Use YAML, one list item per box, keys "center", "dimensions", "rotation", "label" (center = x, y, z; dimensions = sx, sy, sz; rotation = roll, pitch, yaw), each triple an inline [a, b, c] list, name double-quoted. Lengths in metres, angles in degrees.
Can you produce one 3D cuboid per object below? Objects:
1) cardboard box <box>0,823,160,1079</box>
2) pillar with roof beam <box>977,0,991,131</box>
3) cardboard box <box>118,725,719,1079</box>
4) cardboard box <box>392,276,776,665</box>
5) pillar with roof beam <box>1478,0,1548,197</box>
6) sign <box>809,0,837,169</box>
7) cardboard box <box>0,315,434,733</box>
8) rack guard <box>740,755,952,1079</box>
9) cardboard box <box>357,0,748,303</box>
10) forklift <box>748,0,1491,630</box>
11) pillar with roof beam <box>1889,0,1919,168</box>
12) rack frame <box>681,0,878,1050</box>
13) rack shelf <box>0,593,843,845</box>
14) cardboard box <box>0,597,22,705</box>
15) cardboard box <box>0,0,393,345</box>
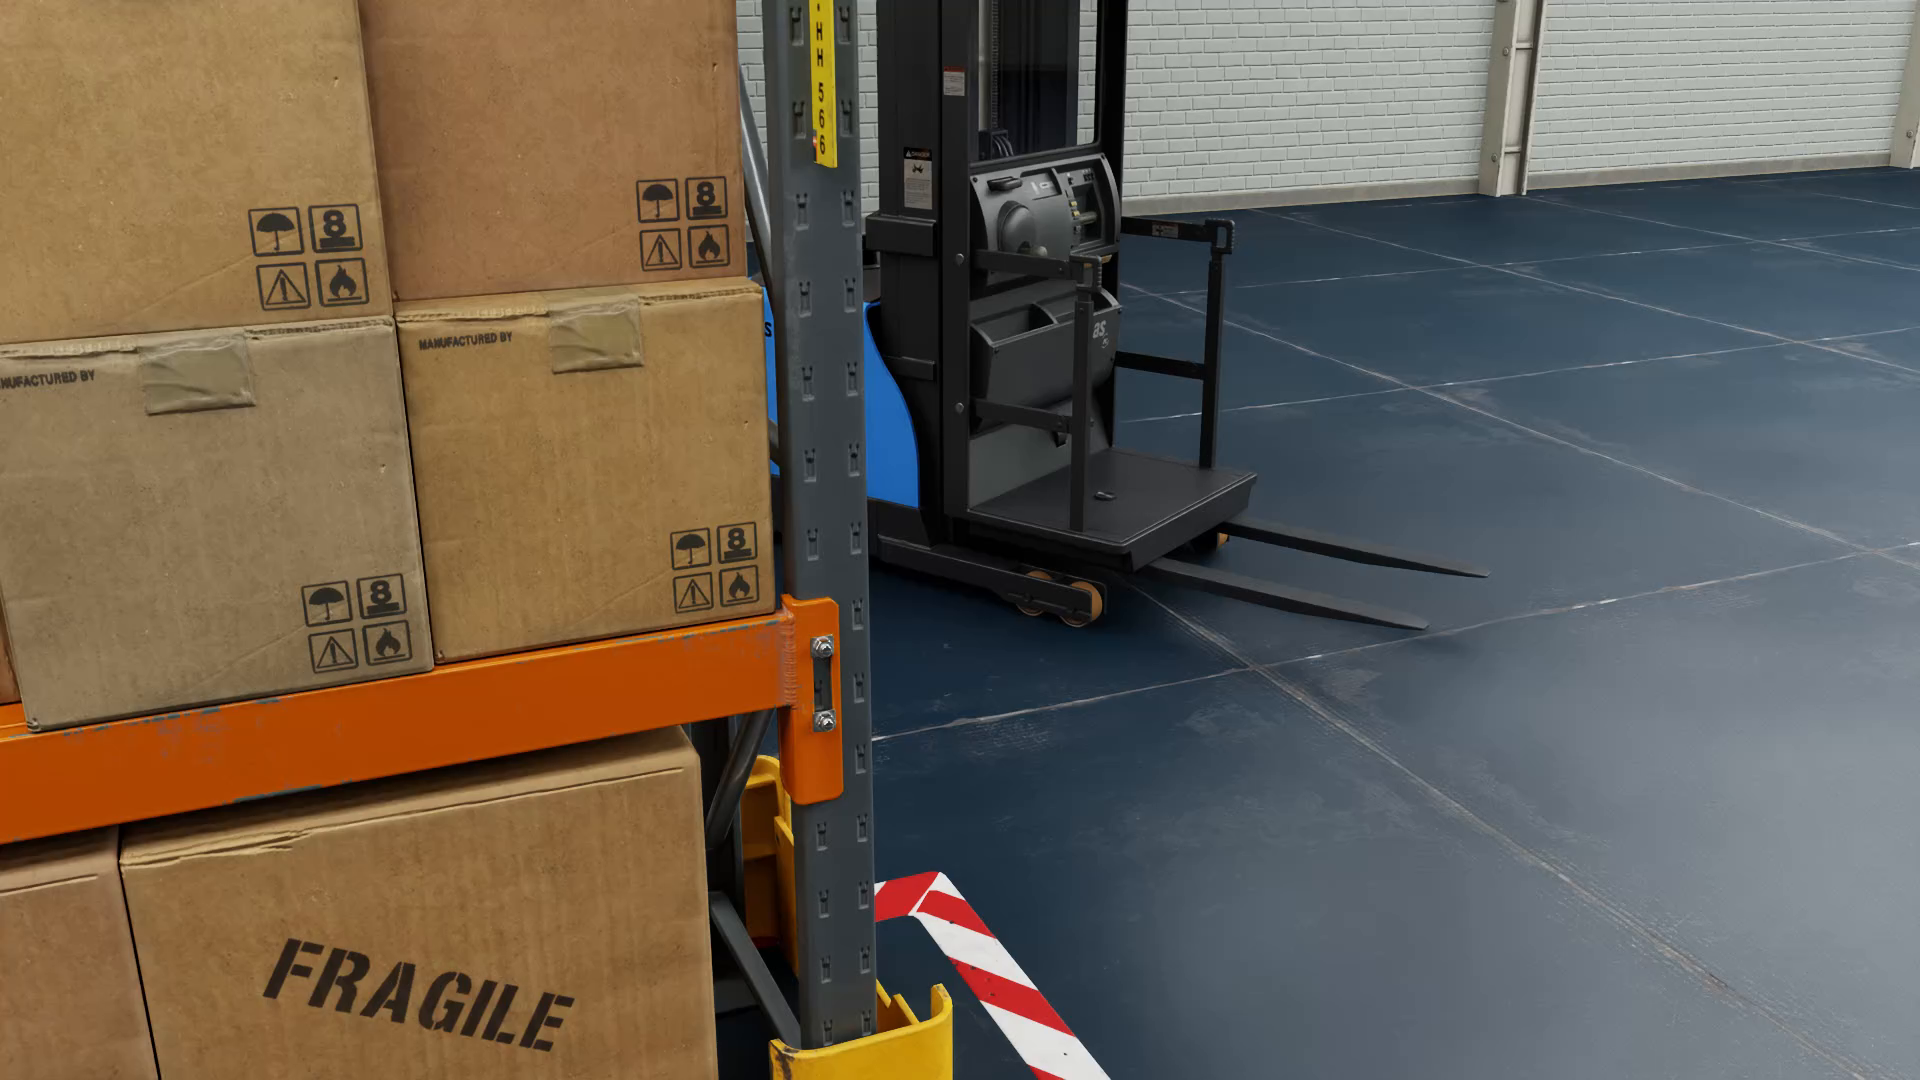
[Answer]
- center: [-1.809, 0.805, 2.785]
  dimensions: [0.875, 0.875, 0.875]
  rotation: [-9, 21, -23]
  label: "cardboard box"
- center: [1.790, -5.723, 9.728]
  dimensions: [0.400, 9.000, 9.100]
  rotation: [-8, 21, -22]
  label: "pillar with roof beam"
- center: [-1.001, 0.689, 3.116]
  dimensions: [0.875, 0.875, 0.875]
  rotation: [-8, 21, -22]
  label: "cardboard box"
- center: [-0.728, -0.233, 2.940]
  dimensions: [0.550, 0.550, 0.875]
  rotation: [-8, 21, -22]
  label: "cardboard box"
- center: [7.299, -6.513, 11.969]
  dimensions: [0.400, 9.000, 9.100]
  rotation: [-8, 21, -22]
  label: "pillar with roof beam"
- center: [-0.203, -0.715, 2.436]
  dimensions: [0.005, 0.325, 0.100]
  rotation: [-8, 21, -22]
  label: "sign"
- center: [-1.224, -0.154, 2.716]
  dimensions: [0.550, 0.550, 0.875]
  rotation: [-8, 21, -22]
  label: "cardboard box"
- center: [-0.383, 0.951, 3.567]
  dimensions: [0.348, 0.500, 1.175]
  rotation: [-8, 21, -22]
  label: "rack guard"
- center: [-0.761, -0.768, 2.834]
  dimensions: [0.550, 0.550, 0.875]
  rotation: [-8, 21, -22]
  label: "cardboard box"
- center: [0.504, -1.261, 6.191]
  dimensions: [3.031, 2.935, 1.130]
  rotation: [13, 23, 34]
  label: "forklift"
- center: [12.809, -7.302, 14.211]
  dimensions: [0.400, 9.000, 9.100]
  rotation: [-8, 21, -22]
  label: "pillar with roof beam"
- center: [-0.405, -0.225, 3.143]
  dimensions: [0.127, 3.000, 1.000]
  rotation: [-8, 21, -22]
  label: "rack frame"
- center: [-2.241, 0.378, 2.515]
  dimensions: [4.000, 0.370, 1.077]
  rotation: [-8, 21, -22]
  label: "rack shelf"
- center: [-1.788, -0.118, 2.616]
  dimensions: [0.550, 0.550, 0.875]
  rotation: [-8, 21, -22]
  label: "cardboard box"
- center: [-1.230, -0.667, 2.548]
  dimensions: [0.550, 0.550, 0.875]
  rotation: [-8, 21, -22]
  label: "cardboard box"
